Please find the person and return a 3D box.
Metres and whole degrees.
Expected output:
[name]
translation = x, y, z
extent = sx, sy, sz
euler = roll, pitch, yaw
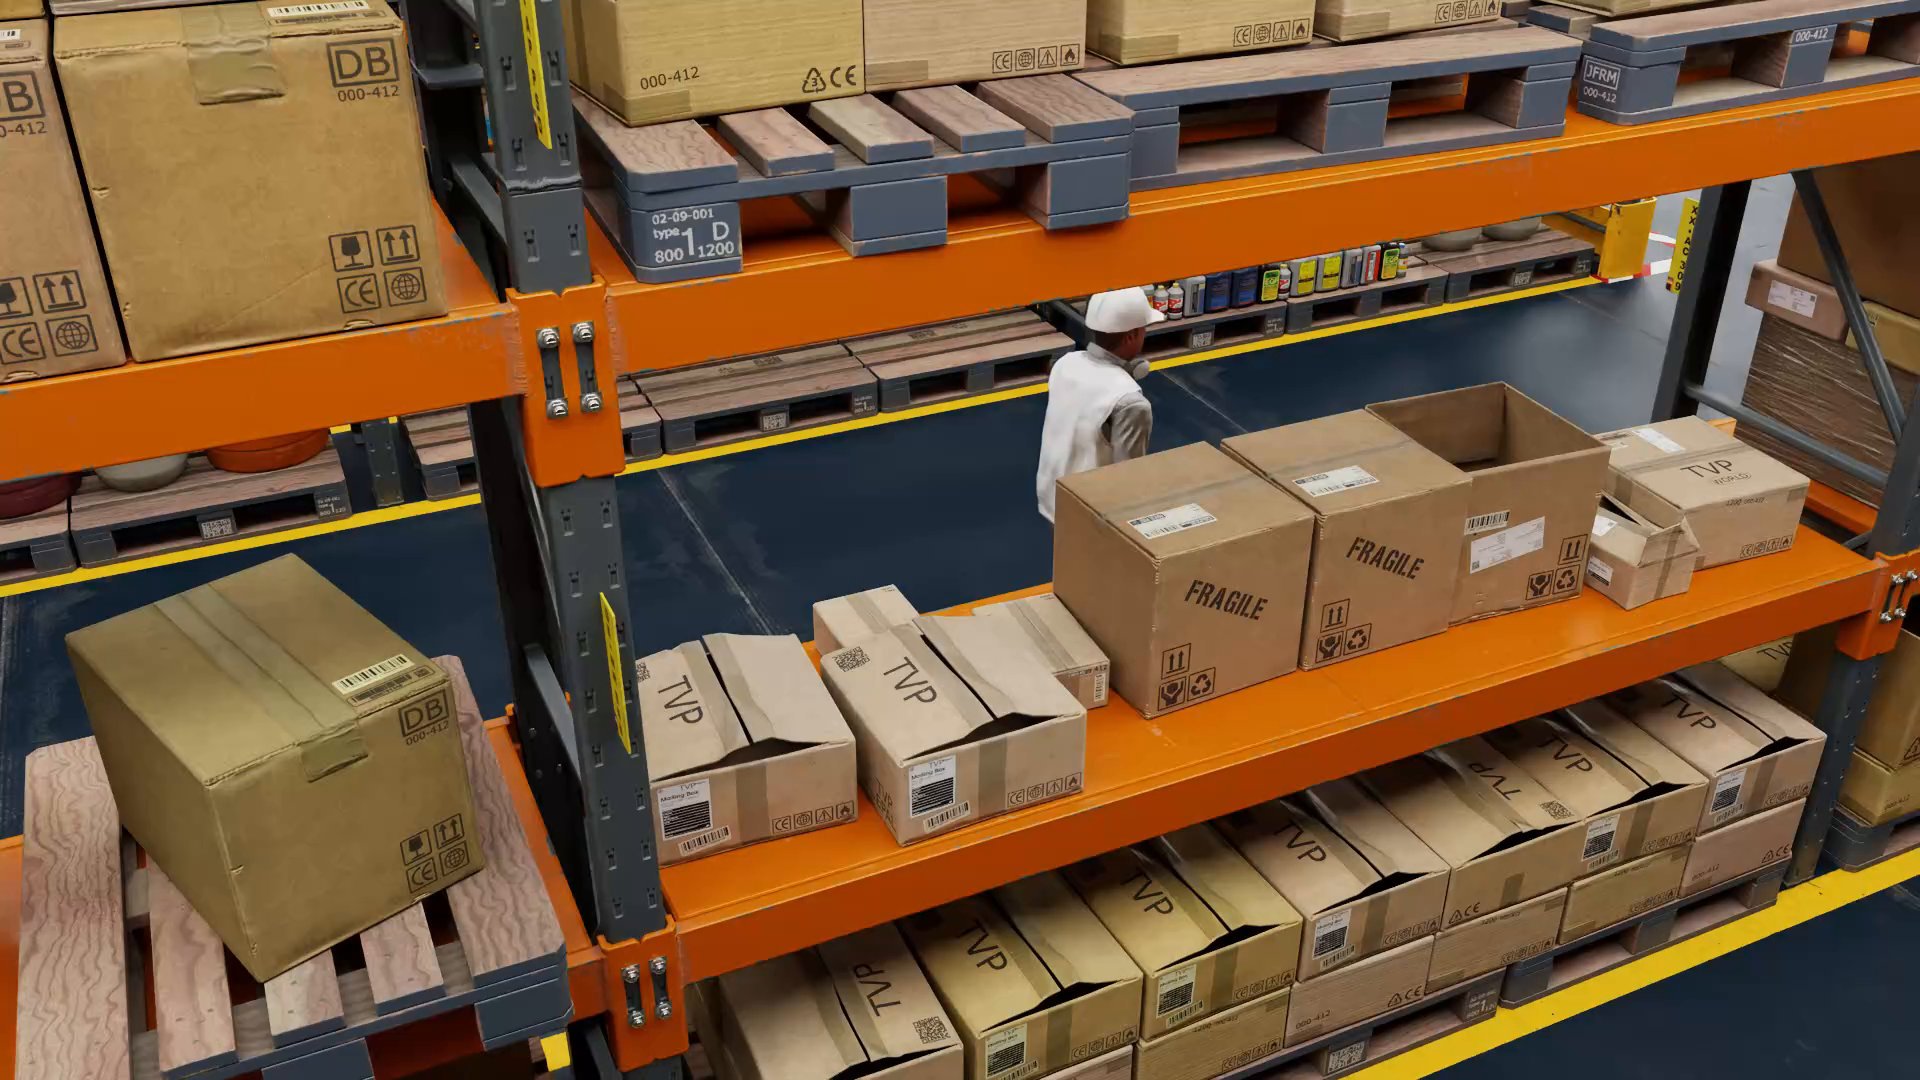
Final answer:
[person]
translation = 0.533, -0.122, 6.317
extent = 0.458, 1.773, 0.592
euler = -14, 32, -24
